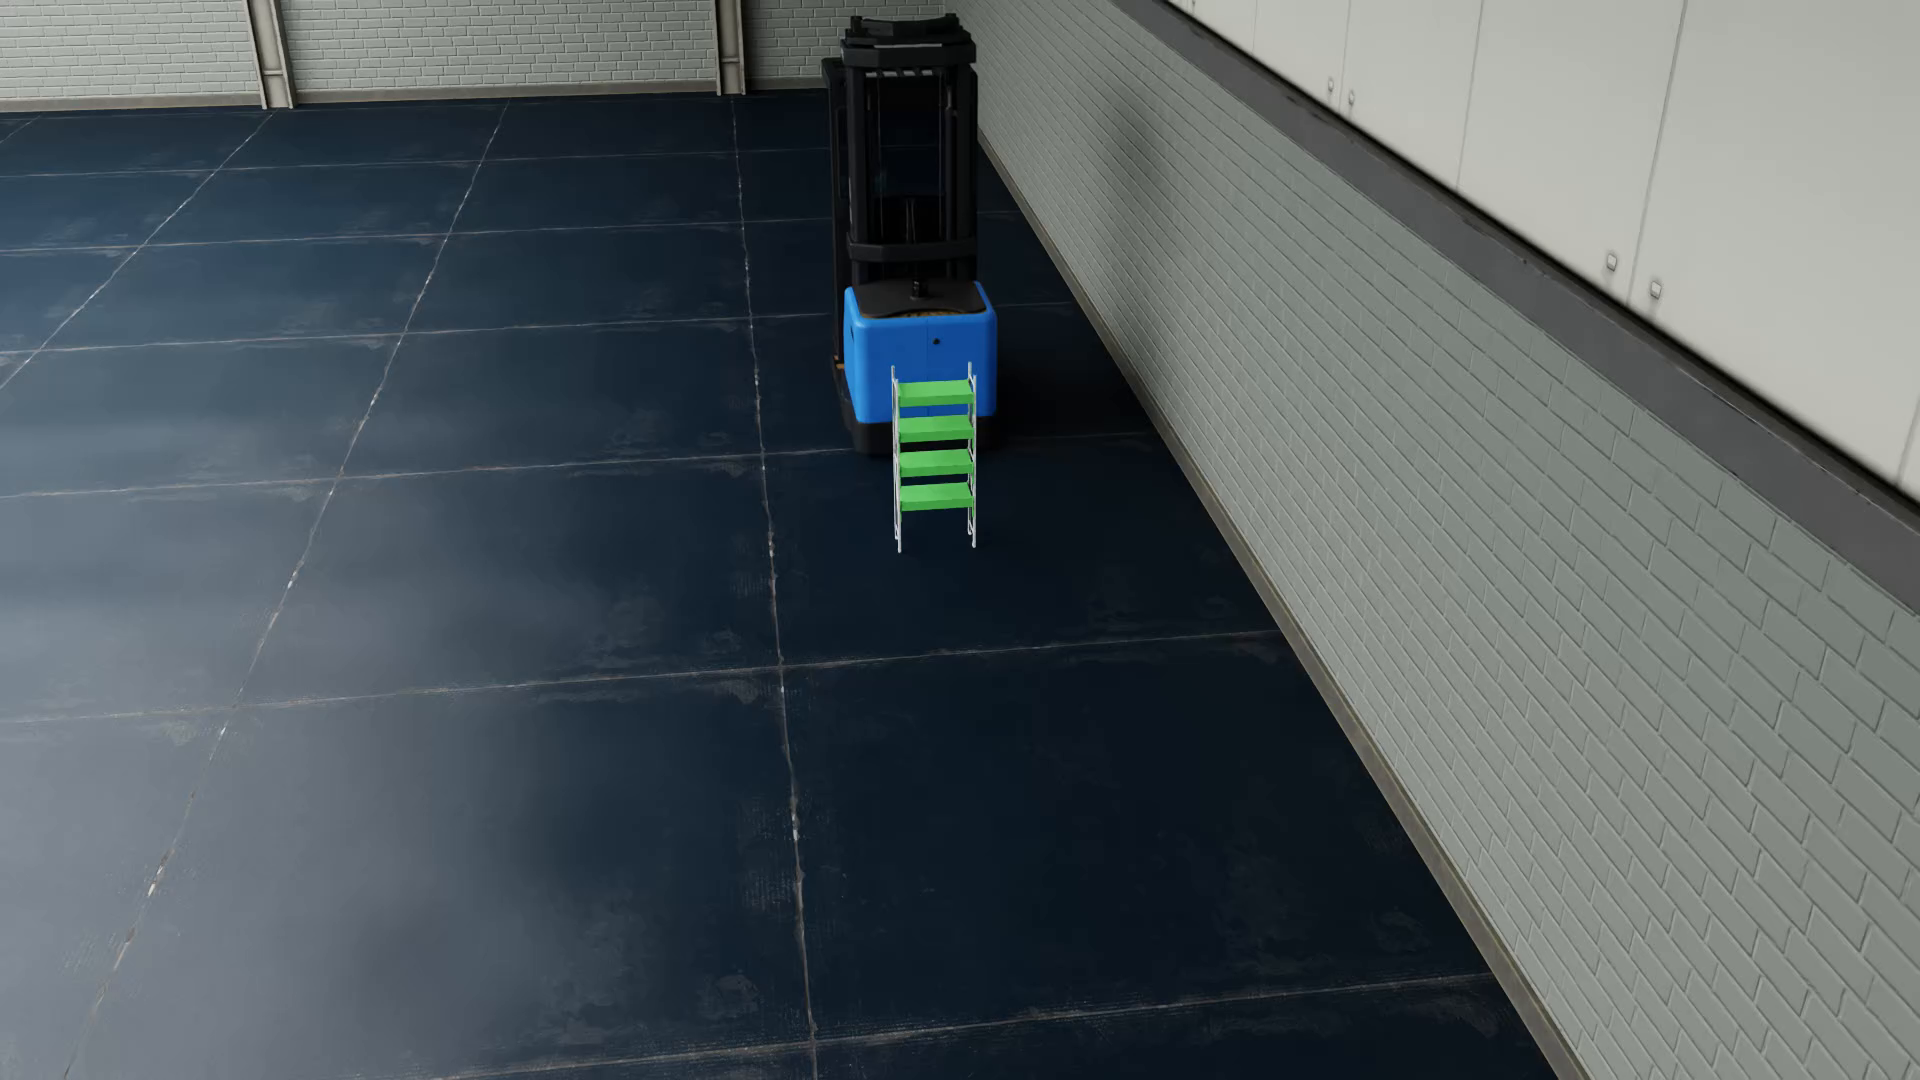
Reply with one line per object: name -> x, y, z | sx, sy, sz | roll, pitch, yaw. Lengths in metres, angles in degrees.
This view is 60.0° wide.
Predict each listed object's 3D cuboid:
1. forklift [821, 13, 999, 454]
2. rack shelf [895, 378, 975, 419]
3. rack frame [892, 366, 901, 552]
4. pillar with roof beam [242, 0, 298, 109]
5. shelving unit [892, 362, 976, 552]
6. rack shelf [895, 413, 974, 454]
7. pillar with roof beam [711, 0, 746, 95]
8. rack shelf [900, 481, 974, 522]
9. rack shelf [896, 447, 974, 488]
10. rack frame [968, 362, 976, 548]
forklift -> -0.451, -2.569, 12.748 | 1.130, 2.935, 3.031 | -4, 27, -8
rack shelf -> -0.164, -0.894, 10.468 | 0.480, 0.148, 0.258 | -4, 27, -7
rack frame -> -0.406, -0.508, 10.628 | 0.015, 1.200, 0.240 | -4, 27, -7
pillar with roof beam -> -8.506, -7.875, 16.442 | 0.400, 9.000, 9.100 | -4, 27, -7
shelving unit -> -0.164, -0.523, 10.658 | 0.503, 1.200, 0.258 | -4, 27, -7
rack shelf -> -0.164, -0.680, 10.578 | 0.480, 0.148, 0.258 | -4, 27, -7
pillar with roof beam -> -2.565, -8.256, 17.186 | 0.400, 9.000, 9.100 | -4, 27, -7
rack shelf -> -0.164, -0.253, 10.797 | 0.480, 0.148, 0.258 | -4, 27, -7
rack shelf -> -0.164, -0.466, 10.687 | 0.480, 0.148, 0.258 | -4, 27, -7
rack frame -> 0.078, -0.539, 10.688 | 0.015, 1.200, 0.240 | -4, 27, -7
